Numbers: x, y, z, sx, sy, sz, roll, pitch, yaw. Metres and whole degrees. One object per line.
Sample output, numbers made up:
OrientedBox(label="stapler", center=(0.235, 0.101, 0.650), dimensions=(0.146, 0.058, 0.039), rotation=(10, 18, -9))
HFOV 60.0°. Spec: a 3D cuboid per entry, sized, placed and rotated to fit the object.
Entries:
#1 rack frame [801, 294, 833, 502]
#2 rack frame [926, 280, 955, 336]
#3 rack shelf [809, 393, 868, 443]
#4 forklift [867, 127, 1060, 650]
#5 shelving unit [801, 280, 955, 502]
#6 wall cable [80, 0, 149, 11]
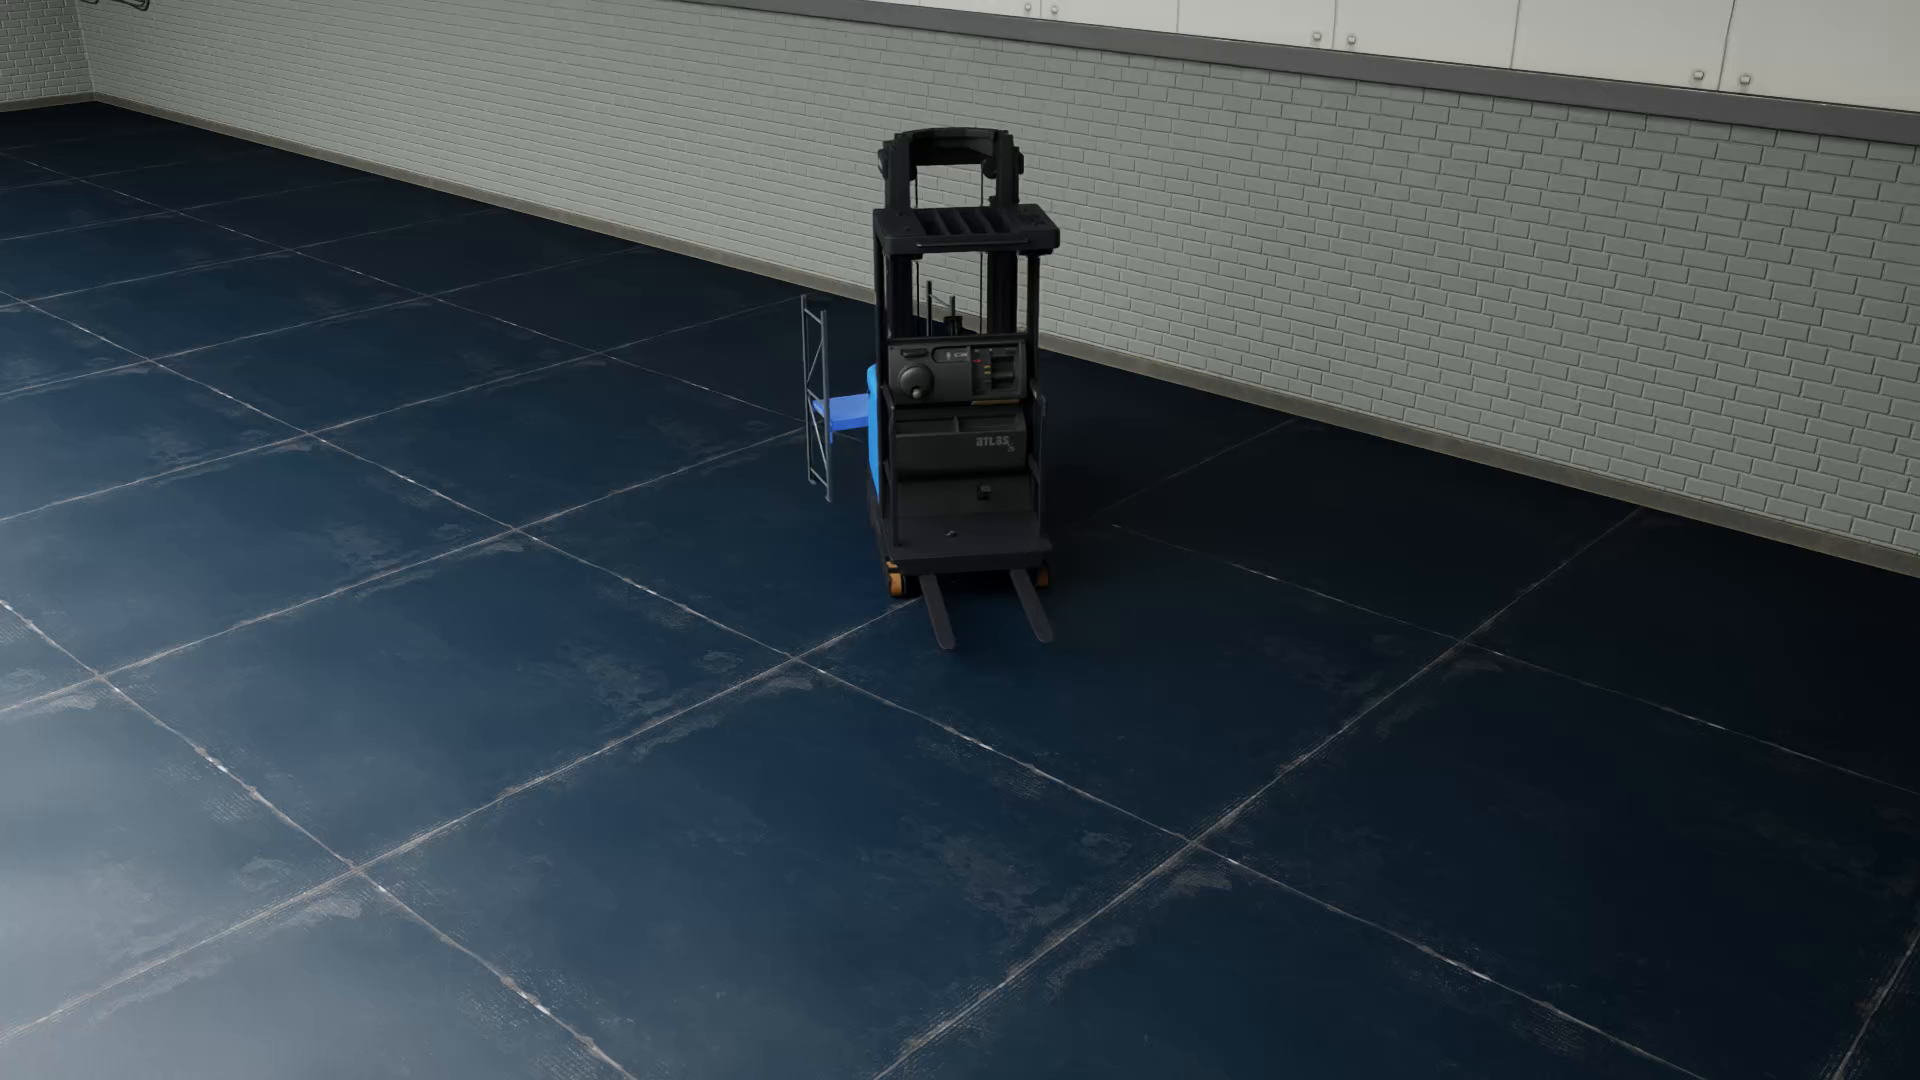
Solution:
OrientedBox(label="rack frame", center=(-1.084, -1.069, 12.600), dimensions=(0.032, 1.500, 0.500), rotation=(-10, 26, -21))
OrientedBox(label="rack frame", center=(-0.150, -1.233, 12.966), dimensions=(0.032, 1.500, 0.500), rotation=(-10, 26, -21))
OrientedBox(label="rack shelf", center=(-0.617, -0.987, 12.857), dimensions=(1.000, 0.185, 0.538), rotation=(-10, 26, -21))
OrientedBox(label="forklift", center=(0.018, -1.107, 10.937), dimensions=(1.130, 2.935, 3.031), rotation=(-3, 24, -8))
OrientedBox(label="shelving unit", center=(-0.617, -1.151, 12.783), dimensions=(1.048, 1.500, 0.538), rotation=(-10, 26, -21))
OrientedBox(label="wall cable", center=(-14.192, -10.039, 27.235), dimensions=(3.097, 2.526, 0.112), rotation=(20, 31, 38))
